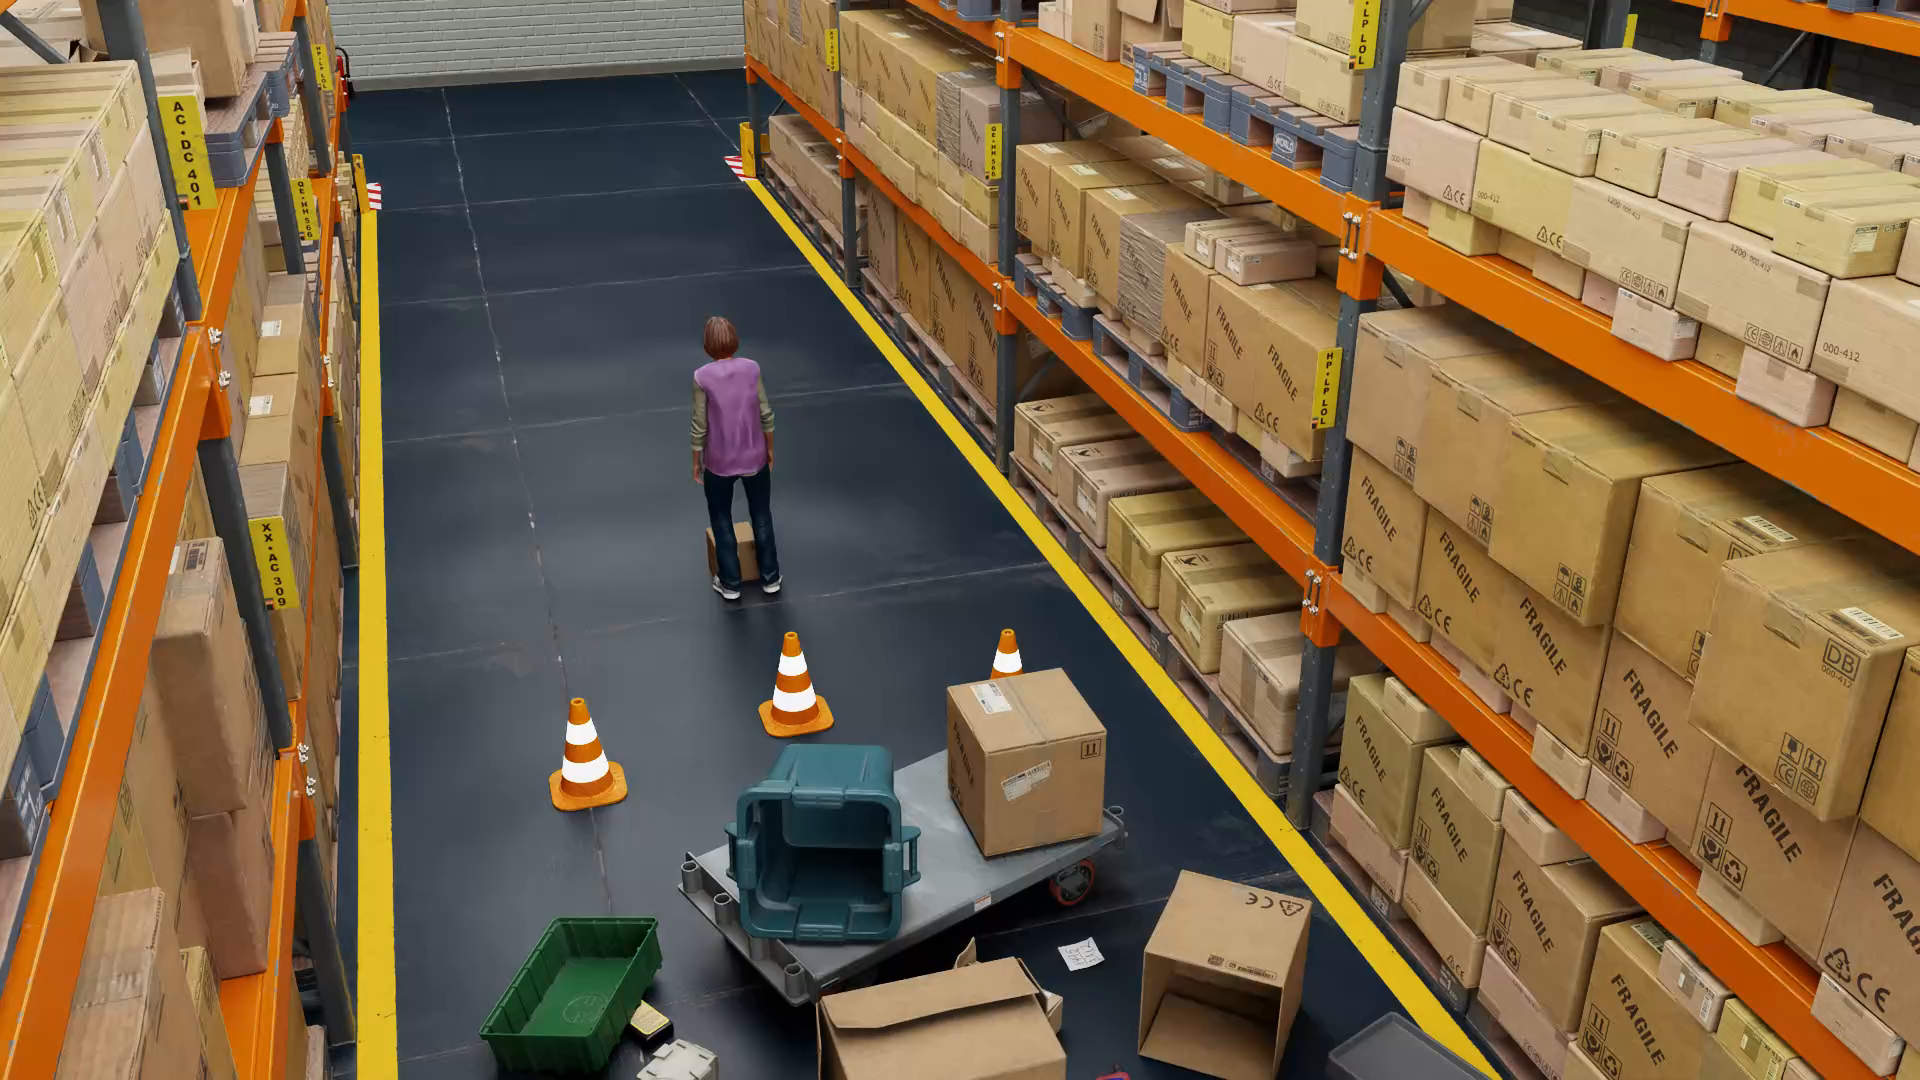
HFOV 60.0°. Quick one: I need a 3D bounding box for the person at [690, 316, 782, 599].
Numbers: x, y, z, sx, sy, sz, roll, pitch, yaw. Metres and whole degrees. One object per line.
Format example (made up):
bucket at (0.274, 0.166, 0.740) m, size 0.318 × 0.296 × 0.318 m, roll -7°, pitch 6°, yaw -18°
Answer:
person at (-1.212, -0.424, 8.971) m, size 0.482 × 1.592 × 0.347 m, roll -10°, pitch 28°, yaw -19°
